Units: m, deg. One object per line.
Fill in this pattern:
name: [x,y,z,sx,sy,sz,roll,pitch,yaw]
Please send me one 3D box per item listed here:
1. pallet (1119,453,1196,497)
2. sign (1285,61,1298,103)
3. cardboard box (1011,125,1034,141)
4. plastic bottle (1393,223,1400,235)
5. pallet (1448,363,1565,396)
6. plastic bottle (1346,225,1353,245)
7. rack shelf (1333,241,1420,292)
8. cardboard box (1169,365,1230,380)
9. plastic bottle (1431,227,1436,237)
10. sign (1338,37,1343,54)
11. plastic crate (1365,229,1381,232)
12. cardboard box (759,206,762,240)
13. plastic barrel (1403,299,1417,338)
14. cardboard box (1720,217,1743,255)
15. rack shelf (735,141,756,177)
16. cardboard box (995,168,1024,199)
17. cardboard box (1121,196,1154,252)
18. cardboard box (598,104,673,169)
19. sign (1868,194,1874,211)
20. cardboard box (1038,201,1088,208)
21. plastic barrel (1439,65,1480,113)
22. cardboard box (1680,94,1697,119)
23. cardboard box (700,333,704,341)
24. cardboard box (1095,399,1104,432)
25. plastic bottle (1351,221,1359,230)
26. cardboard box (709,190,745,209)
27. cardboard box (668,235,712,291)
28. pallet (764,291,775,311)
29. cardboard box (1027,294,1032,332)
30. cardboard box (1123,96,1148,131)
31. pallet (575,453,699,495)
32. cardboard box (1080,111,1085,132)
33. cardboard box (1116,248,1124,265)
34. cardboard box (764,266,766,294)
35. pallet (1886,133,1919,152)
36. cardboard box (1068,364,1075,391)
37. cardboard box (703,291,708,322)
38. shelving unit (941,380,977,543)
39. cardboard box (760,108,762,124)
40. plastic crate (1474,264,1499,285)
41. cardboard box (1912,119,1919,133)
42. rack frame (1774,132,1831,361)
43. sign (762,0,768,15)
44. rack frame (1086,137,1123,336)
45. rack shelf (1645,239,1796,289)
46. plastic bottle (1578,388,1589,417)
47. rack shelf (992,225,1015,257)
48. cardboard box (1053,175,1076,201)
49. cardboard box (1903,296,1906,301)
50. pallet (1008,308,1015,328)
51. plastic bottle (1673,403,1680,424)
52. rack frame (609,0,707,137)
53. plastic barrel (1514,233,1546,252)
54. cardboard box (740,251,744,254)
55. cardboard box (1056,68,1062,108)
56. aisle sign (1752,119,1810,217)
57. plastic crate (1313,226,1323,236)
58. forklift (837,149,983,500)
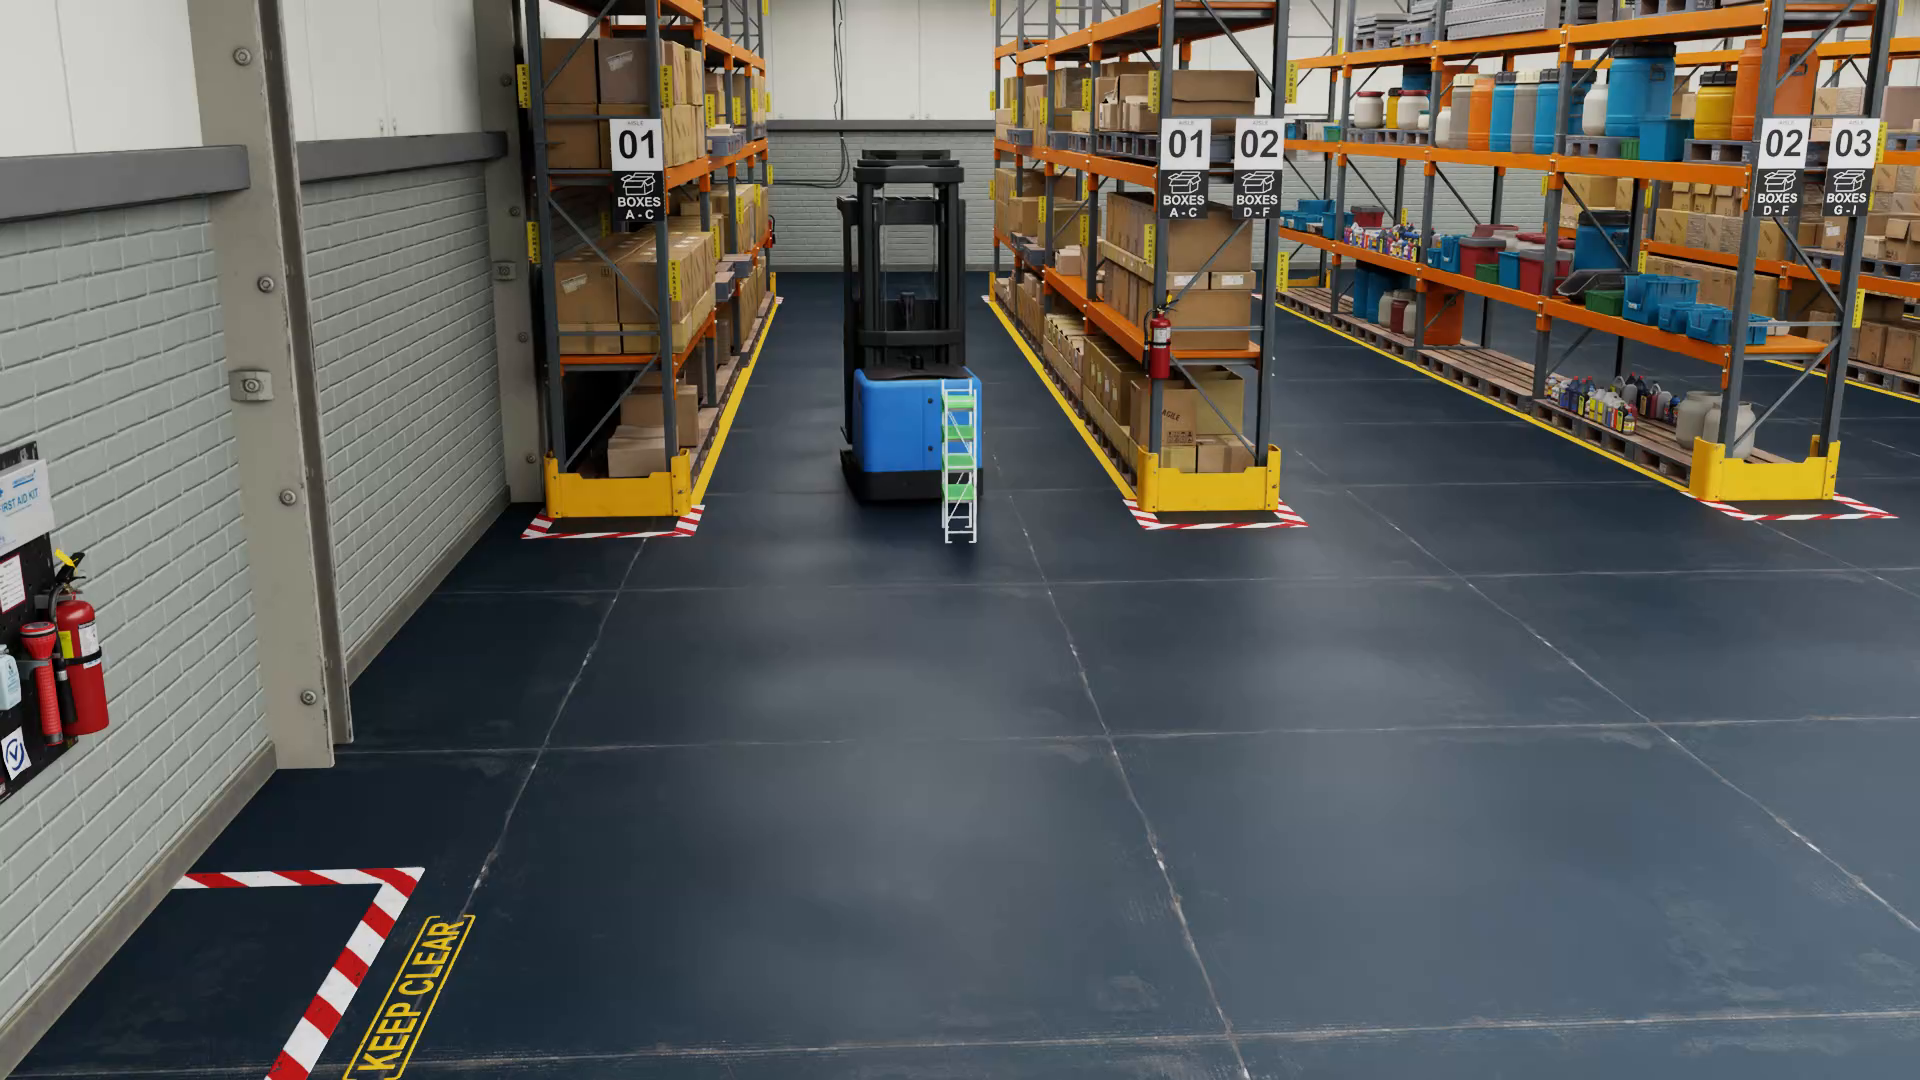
pallet: [2.009,-0.584,14.873,1.003,0.211,1.213,-1,14,-3]
sign: [2.653,-3.667,13.324,0.100,0.325,0.005,-1,14,-3]
cardboard box: [1.059,-6.226,25.487,0.500,0.250,0.500,-1,14,-3]
plastic bottle: [6.539,-4.555,24.810,0.144,0.351,0.185,-1,14,-3]
pallet: [6.629,-1.964,20.235,1.003,0.211,1.213,-1,14,-3]
plastic bottle: [5.904,-4.618,25.187,0.061,0.283,0.133,-1,14,-3]
rack shelf: [6.423,-3.959,23.838,1.077,0.370,4.000,-1,14,-3]
cardboard box: [2.211,-1.365,15.483,0.500,0.500,0.500,-1,14,-3]
plastic bottle: [6.751,-4.284,23.754,0.144,0.351,0.185,-1,14,-3]
sign: [6.599,-8.561,28.890,0.100,0.325,0.005,-1,14,-3]
plastic crate: [6.413,-4.824,26.166,0.396,0.136,0.243,-1,14,-3]
cardboard box: [-3.646,-5.114,26.281,0.980,0.700,0.700,-1,14,-5]
plastic barrel: [6.375,-3.069,23.085,0.421,0.512,0.421,0,14,0]
cardboard box: [11.152,-4.307,23.546,0.500,0.500,0.500,-1,14,-5]
rack shelf: [-3.465,-5.259,22.870,1.077,0.370,4.000,-1,14,-3]
cardboard box: [0.872,-6.143,28.673,0.500,0.500,0.500,0,14,-2]
cardboard box: [1.947,-3.056,16.080,0.700,0.500,0.500,-1,14,-3]
cardboard box: [-2.617,-3.266,13.438,0.500,0.500,0.500,-1,14,-2]
sign: [12.031,-4.420,22.020,0.100,0.325,0.005,-1,14,-3]
cardboard box: [1.526,-4.543,23.619,0.700,0.500,0.500,-5,15,-18]
plastic barrel: [6.515,-5.816,21.885,0.600,0.830,0.708,-1,14,-3]
cardboard box: [11.289,-6.442,24.980,0.700,0.500,0.500,-1,14,-2]
cardboard box: [-3.222,-2.450,19.156,0.500,0.250,0.500,-1,14,-5]
cardboard box: [1.629,-1.243,16.512,0.500,0.250,0.500,-1,14,-3]
plastic bottle: [6.000,-4.679,25.289,0.144,0.351,0.185,-1,14,-3]
cardboard box: [-3.181,-4.597,22.532,0.500,0.250,0.500,-1,14,-3]
cardboard box: [-2.719,-2.726,16.357,0.500,0.500,0.500,-1,14,-4]
pallet: [-3.709,-4.099,28.533,1.003,0.211,1.213,-1,14,-3]
cardboard box: [1.240,-3.225,23.676,0.500,0.500,0.500,-1,14,-6]
cardboard box: [1.730,-3.846,14.991,0.500,0.311,0.500,1,14,3]
pallet: [-2.865,-0.539,14.697,1.003,0.211,1.213,-1,14,-3]
cardboard box: [1.738,-5.076,20.174,0.500,0.250,0.500,0,14,-2]
cardboard box: [1.739,-2.779,16.303,0.380,0.149,0.250,-1,14,-5]
cardboard box: [-3.693,-4.467,28.542,0.700,0.500,0.500,-1,14,-3]
pallet: [11.739,-4.667,19.501,1.213,0.211,1.003,-1,14,-3]
cardboard box: [1.506,-1.836,18.818,0.500,0.250,0.500,-1,14,-4]
cardboard box: [-2.692,-2.238,15.964,0.500,0.250,0.500,-1,14,-4]
shelving unit: [-0.010,-0.622,13.037,0.258,1.200,0.503,-1,14,-3]
cardboard box: [-3.456,-6.842,26.836,0.500,0.250,0.500,-1,14,-5]
plastic crate: [6.405,-3.142,19.642,0.450,0.188,0.662,-1,14,-3]
cardboard box: [11.522,-4.900,19.656,0.380,0.166,0.250,-1,14,-5]
rack frame: [11.490,-3.887,22.113,1.000,3.000,0.127,-1,14,-3]
sign: [-3.294,-9.048,28.099,0.100,0.325,0.005,-1,14,-3]
rack frame: [1.851,-2.740,17.655,1.000,3.000,0.127,-1,14,-3]
rack shelf: [11.367,-4.036,24.135,1.077,0.370,4.000,-1,14,-3]
plastic bottle: [6.411,-1.417,17.083,0.061,0.283,0.133,0,14,-1]
rack shelf: [1.231,-4.878,27.411,1.077,0.370,4.000,-1,14,-3]
cardboard box: [1.607,-5.384,25.724,0.500,0.500,0.500,-1,14,-2]
cardboard box: [15.927,-4.046,27.610,0.380,0.149,0.250,-1,14,-5]
pallet: [1.314,-3.550,26.400,1.003,0.211,1.213,-1,14,-3]
plastic bottle: [7.208,-1.269,16.671,0.097,0.201,0.097,0,14,0]
rack frame: [-3.093,-5.568,16.607,1.000,3.000,0.127,-1,14,-3]
plastic barrel: [6.882,-3.413,19.997,0.433,0.535,0.433,0,14,0]
cardboard box: [-3.069,-3.761,22.088,0.380,0.149,0.250,0,14,-2]
cardboard box: [1.551,-5.955,21.926,0.500,0.500,0.500,-1,14,-3]
aisle sign: [6.751,-3.057,13.671,0.394,0.787,0.004,-1,14,-3]
plastic crate: [5.962,-4.975,26.774,0.437,0.125,0.590,-1,14,-3]
forklift: [-0.532,-2.074,15.206,1.130,2.935,3.031,-2,15,-8]
